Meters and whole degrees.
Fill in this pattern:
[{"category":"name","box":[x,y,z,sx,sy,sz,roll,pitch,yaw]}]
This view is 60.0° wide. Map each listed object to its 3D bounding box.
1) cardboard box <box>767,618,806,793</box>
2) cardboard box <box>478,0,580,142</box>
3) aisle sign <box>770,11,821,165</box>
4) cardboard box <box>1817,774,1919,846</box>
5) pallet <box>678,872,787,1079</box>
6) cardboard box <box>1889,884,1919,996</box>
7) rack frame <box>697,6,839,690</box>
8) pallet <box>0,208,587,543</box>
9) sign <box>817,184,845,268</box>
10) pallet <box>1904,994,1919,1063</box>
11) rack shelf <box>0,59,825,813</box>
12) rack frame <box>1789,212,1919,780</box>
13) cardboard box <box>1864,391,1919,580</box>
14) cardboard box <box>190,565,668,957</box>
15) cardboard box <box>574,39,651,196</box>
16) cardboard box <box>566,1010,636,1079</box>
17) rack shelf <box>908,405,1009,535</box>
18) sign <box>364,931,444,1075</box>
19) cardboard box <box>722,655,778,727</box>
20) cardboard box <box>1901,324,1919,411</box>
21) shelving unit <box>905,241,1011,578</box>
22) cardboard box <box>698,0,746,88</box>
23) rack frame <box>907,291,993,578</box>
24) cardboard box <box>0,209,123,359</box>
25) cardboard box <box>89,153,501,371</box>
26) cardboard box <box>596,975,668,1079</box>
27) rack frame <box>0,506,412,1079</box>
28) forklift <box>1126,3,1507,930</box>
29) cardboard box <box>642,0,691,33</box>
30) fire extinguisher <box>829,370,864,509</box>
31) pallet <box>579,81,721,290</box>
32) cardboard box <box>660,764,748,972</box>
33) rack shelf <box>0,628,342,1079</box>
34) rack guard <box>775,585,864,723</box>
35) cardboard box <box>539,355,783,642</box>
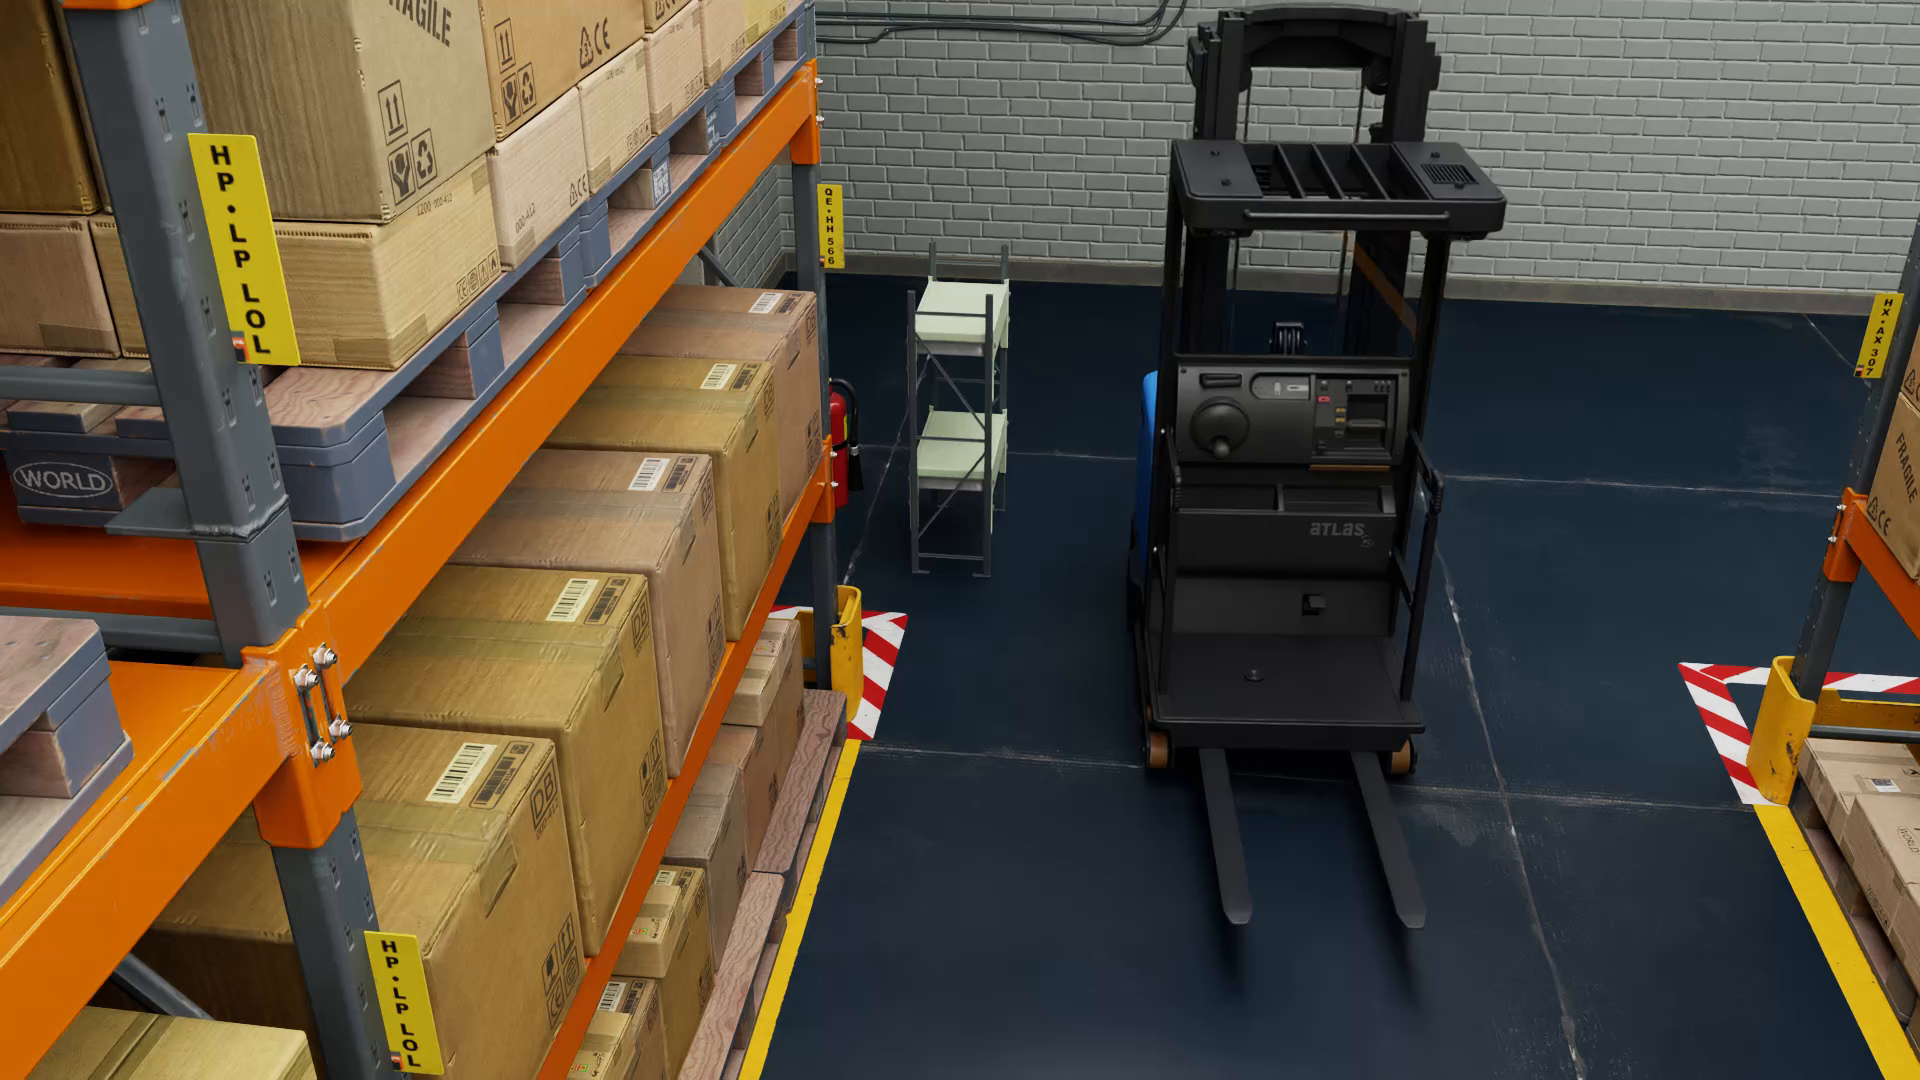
[{"category":"cardboard box","box":[-1.017,0.635,6.602,0.700,0.500,0.500,3,28,6]},{"category":"cardboard box","box":[-1.098,-1.108,3.301,0.500,0.500,0.500,3,28,5]},{"category":"aisle sign","box":[-0.724,-1.777,6.145,0.394,0.787,0.004,3,28,6]},{"category":"cardboard box","box":[3.463,1.019,6.220,0.380,0.166,0.250,3,28,6]},{"category":"pallet","box":[-1.203,1.565,5.622,1.003,0.211,1.213,3,28,6]},{"category":"cardboard box","box":[3.415,1.397,5.429,0.500,0.250,0.500,3,28,6]},{"category":"rack frame","box":[-1.031,-0.616,6.731,1.000,3.000,0.127,3,28,6]},{"category":"pallet","box":[-1.410,-0.399,3.259,1.003,0.211,1.213,3,28,6]},{"category":"sign","box":[-0.494,-1.192,6.329,0.100,0.325,0.005,3,28,6]},{"category":"pallet","box":[3.628,1.882,5.035,1.003,0.211,1.213,3,28,6]},{"category":"rack shelf","box":[-1.276,-0.678,4.443,1.077,0.370,4.000,3,28,6]},{"category":"rack frame","box":[3.886,-0.330,6.200,1.000,3.000,0.127,3,28,6]},{"category":"cardboard box","box":[3.570,-0.180,5.817,0.500,0.500,0.500,4,29,7]},{"category":"cardboard box","box":[-1.343,0.537,4.274,0.980,0.700,0.700,3,28,5]},{"category":"cardboard box","box":[-1.042,-1.007,3.905,0.500,0.250,0.500,3,28,5]},{"category":"cardboard box","box":[-1.104,1.400,4.497,0.380,0.149,0.250,4,29,8]},{"category":"rack shelf","box":[-0.001,-0.370,8.543,0.431,0.370,0.720,3,28,6]},{"category":"sign","box":[-0.981,0.819,2.930,0.100,0.325,0.005,3,28,6]},{"category":"cardboard box","box":[-0.883,0.541,6.093,0.380,0.149,0.250,4,29,8]},{"category":"cardboard box","box":[3.570,-0.621,5.580,0.500,0.500,0.500,4,29,8]},{"category":"shelving unit","box":[-0.001,-0.657,8.388,0.431,1.500,0.755,3,28,6]},{"category":"cardboard box","box":[-0.920,-1.494,4.808,0.500,0.250,0.500,2,28,4]},{"category":"rack frame","box":[-0.046,-0.485,8.069,0.400,1.500,0.023,3,28,6]},{"category":"cardboard box","box":[-1.670,-0.552,3.060,0.500,0.250,0.500,4,29,7]},{"category":"cardboard box","box":[-1.175,-0.527,3.012,0.500,0.250,0.500,3,28,6]},{"category":"cardboard box","box":[-1.263,1.600,4.810,0.700,0.500,0.500,3,28,6]},{"category":"rack frame","box":[-1.521,1.267,3.236,1.000,3.000,0.127,3,28,6]},{"category":"forklift","box":[1.335,-0.468,6.528,1.130,2.935,3.031,1,28,2]},{"category":"cardboard box","box":[-0.977,-1.588,4.192,0.500,0.500,0.500,2,28,4]},{"category":"fire extinguisher","box":[-0.554,-0.462,6.920,0.296,0.674,0.183,3,28,6]},{"category":"pallet","box":[-1.258,-0.972,4.322,1.003,0.211,1.213,3,28,6]},{"category":"cardboard box","box":[-1.140,1.107,5.725,0.700,0.500,0.500,2,28,5]},{"category":"rack shelf","box":[-1.766,1.204,0.948,1.077,0.370,4.000,3,28,6]},{"category":"rack guard","box":[-1.028,0.473,7.345,1.175,0.500,0.348,3,28,6]},{"category":"cardboard box","box":[-1.161,-0.164,5.576,0.980,0.700,0.700,3,28,6]}]
